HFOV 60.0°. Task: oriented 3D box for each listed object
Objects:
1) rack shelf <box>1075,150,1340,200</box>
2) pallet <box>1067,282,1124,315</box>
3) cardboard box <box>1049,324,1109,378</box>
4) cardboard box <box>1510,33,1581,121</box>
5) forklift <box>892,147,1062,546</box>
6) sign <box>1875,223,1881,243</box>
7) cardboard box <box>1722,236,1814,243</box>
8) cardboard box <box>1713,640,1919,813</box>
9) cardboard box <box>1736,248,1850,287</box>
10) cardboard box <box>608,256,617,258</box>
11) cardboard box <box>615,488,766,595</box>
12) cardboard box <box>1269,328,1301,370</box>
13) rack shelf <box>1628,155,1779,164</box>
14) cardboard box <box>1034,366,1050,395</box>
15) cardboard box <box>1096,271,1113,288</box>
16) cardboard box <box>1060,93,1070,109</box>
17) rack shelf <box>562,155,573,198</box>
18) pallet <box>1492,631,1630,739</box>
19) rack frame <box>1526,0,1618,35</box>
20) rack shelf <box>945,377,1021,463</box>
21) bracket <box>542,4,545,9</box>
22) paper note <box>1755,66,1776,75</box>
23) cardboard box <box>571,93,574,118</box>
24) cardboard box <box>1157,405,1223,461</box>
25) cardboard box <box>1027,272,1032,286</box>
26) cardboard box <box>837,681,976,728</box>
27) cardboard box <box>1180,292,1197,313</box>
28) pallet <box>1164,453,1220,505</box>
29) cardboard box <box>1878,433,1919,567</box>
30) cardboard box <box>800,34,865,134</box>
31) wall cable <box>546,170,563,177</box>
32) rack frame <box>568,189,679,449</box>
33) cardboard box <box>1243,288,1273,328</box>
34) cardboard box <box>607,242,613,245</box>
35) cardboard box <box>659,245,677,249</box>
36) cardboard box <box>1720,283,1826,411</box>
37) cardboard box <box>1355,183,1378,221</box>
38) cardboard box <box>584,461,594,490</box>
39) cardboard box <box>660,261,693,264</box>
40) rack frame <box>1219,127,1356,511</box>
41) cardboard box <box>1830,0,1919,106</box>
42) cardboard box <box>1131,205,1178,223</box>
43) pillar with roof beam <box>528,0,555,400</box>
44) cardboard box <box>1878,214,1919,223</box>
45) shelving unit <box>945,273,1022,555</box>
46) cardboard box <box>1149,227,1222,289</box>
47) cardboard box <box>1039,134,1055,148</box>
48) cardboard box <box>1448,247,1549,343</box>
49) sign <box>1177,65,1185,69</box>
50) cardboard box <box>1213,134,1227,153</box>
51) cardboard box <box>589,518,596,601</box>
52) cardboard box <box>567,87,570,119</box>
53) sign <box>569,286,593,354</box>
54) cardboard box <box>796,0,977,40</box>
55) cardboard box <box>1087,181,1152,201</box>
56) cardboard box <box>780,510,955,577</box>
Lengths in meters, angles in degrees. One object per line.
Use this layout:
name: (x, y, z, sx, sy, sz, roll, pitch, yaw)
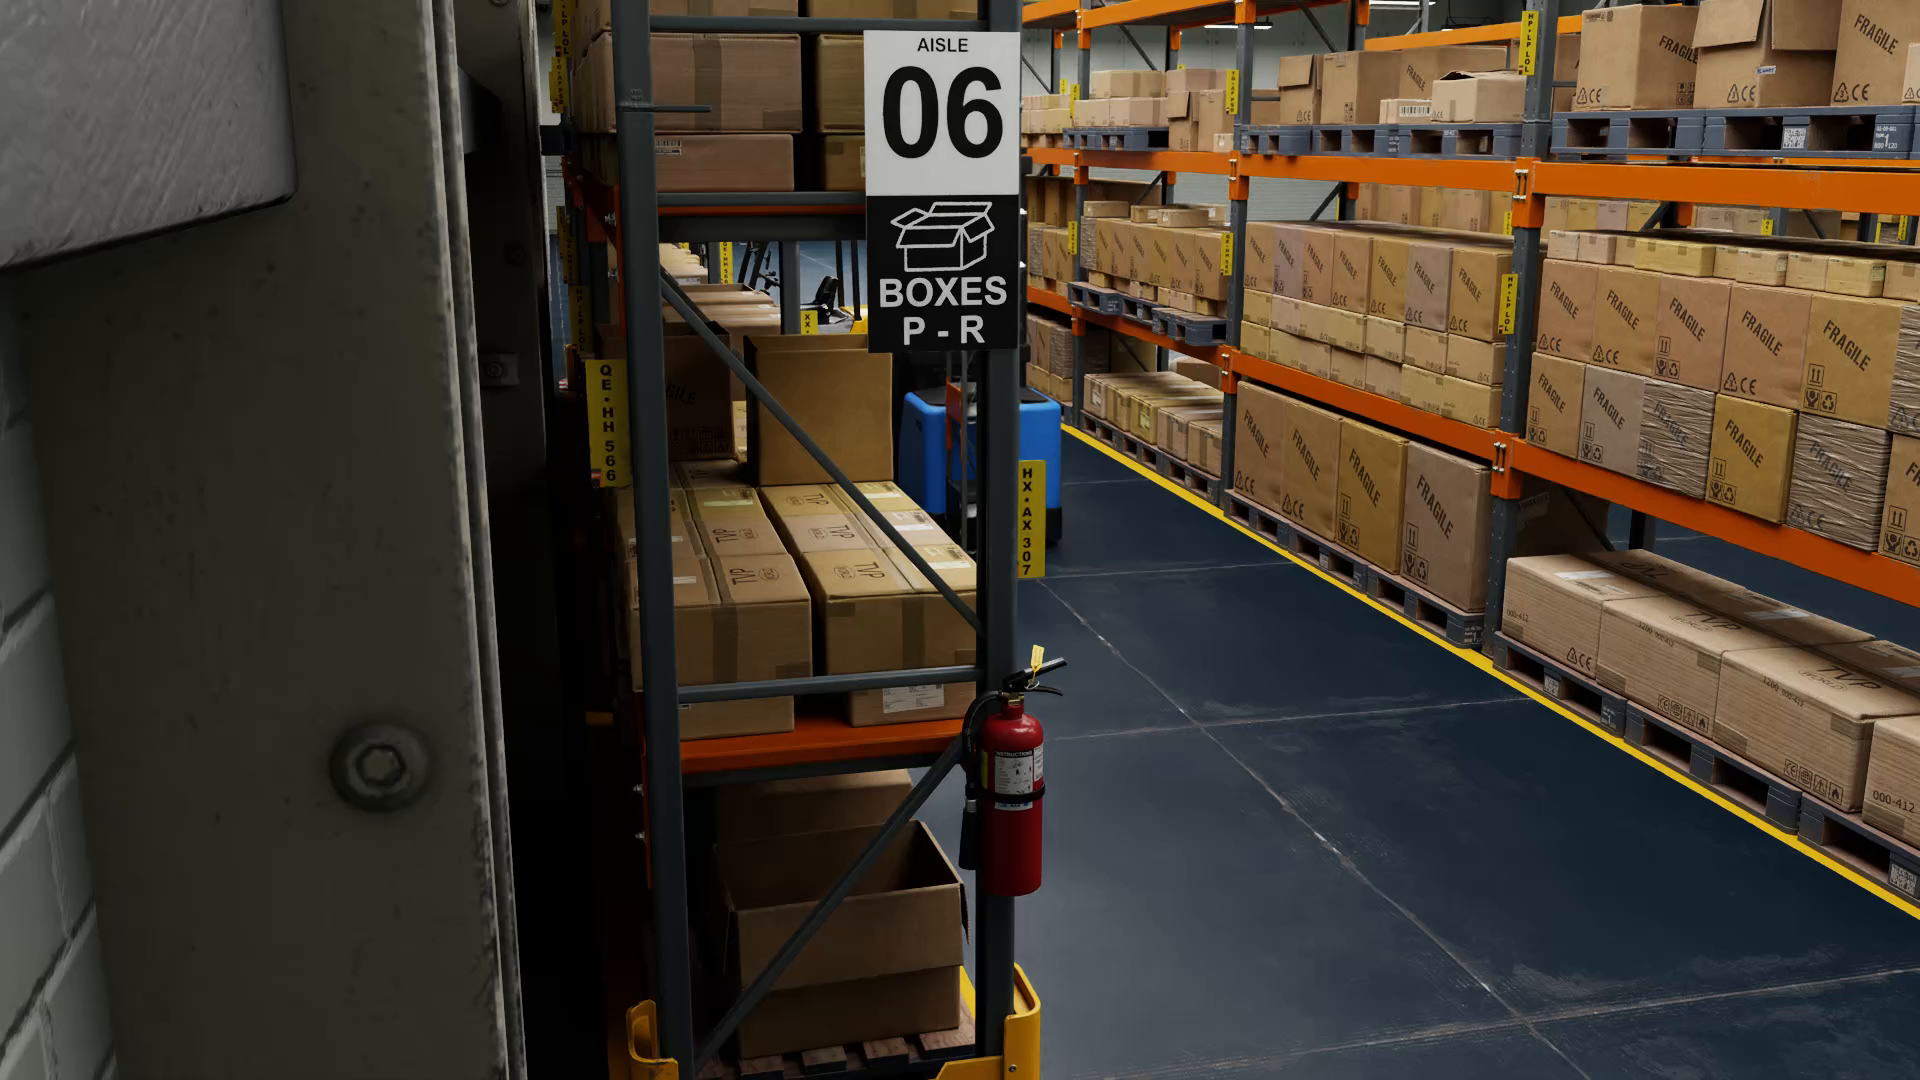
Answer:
rack shelf: (2.131, -3.297, 14.796, 1.077, 0.370, 4.000, -3, 14, -13)
pallet: (1.700, -2.373, 16.223, 1.003, 0.211, 1.213, -3, 14, -13)
cardboard box: (1.262, -2.004, 17.640, 0.500, 0.500, 0.500, -3, 14, -14)
cardboard box: (3.615, -2.734, 9.881, 0.500, 0.500, 0.500, -4, 14, -14)
forklift: (-0.075, -1.677, 13.117, 1.130, 2.935, 3.031, -3, 14, -12)
sign: (7.914, -2.583, 14.407, 0.100, 0.325, 0.005, -3, 14, -13)
cardboard box: (4.004, -1.418, 8.229, 0.380, 0.149, 0.250, -3, 14, -14)
cardboard box: (4.004, 0.801, 7.341, 0.875, 0.438, 0.875, -3, 14, -12)
cardboard box: (3.702, -1.214, 7.393, 0.380, 0.149, 0.250, -3, 14, -13)
cardboard box: (-2.976, -2.289, 13.899, 0.380, 0.149, 0.250, -3, 14, -13)
cardboard box: (-0.942, -0.001, 5.800, 0.500, 0.250, 0.500, -3, 14, -11)
cardboard box: (2.609, -1.410, 12.195, 0.500, 0.250, 0.500, -4, 14, -15)
rack shelf: (6.919, -3.596, 16.020, 1.077, 0.370, 4.000, -3, 14, -13)
cardboard box: (1.126, -1.762, 18.229, 0.500, 0.250, 0.500, -4, 14, -15)
cardboard box: (1.534, -2.529, 16.103, 0.380, 0.149, 0.250, -3, 14, -12)
cardboard box: (1.239, -4.489, 17.011, 0.380, 0.149, 0.250, -4, 14, -15)
rack shelf: (-2.693, -3.019, 13.660, 1.077, 0.370, 4.000, -3, 14, -13)
pallet: (3.643, 0.730, 8.996, 1.003, 0.211, 1.213, -3, 14, -13)
rack frame: (6.449, -5.864, 17.468, 1.000, 3.000, 0.127, -3, 14, -13)
rack shelf: (0.155, -0.841, 11.504, 0.431, 0.518, 0.480, -3, 14, -12)
bracket: (-10.813, -13.998, 43.178, 0.076, 0.066, 4.783, -3, 14, -13)
paper note: (3.421, -1.997, 7.068, 0.006, 0.032, 0.123, -3, 14, -13)
cardboard box: (-2.262, -2.750, 10.521, 0.380, 0.149, 0.250, -3, 14, -14)
cardboard box: (2.297, -0.956, 14.670, 0.950, 0.372, 0.625, -4, 14, -14)
cardboard box: (0.921, -2.938, 18.660, 0.380, 0.149, 0.250, -3, 14, -13)
cardboard box: (-0.155, 0.426, 4.891, 0.380, 0.149, 0.250, -3, 14, -14)
cardboard box: (2.059, -1.985, 13.878, 0.380, 0.149, 0.250, -3, 14, -14)
pallet: (2.419, -0.553, 14.247, 1.003, 0.211, 1.213, -3, 14, -13)
cardboard box: (4.006, -0.144, 6.484, 0.500, 0.500, 0.500, -4, 14, -14)
cardboard box: (-0.183, -1.251, 4.596, 0.500, 0.250, 0.500, -3, 14, -14)
wall cable: (-11.267, -12.165, 49.800, 3.097, 2.526, 0.112, -3, 14, -13)
rack frame: (-3.163, -2.373, 15.819, 1.000, 3.000, 0.127, -3, 14, -13)
cardboard box: (2.480, -1.767, 12.601, 0.500, 0.250, 0.500, -3, 14, -14)
cardboard box: (-3.488, -2.796, 15.975, 0.380, 0.149, 0.250, -3, 14, -13)
cardboard box: (-2.788, -2.611, 15.218, 0.380, 0.149, 0.250, -3, 14, -14)
cardboard box: (3.755, -0.864, 7.324, 0.500, 0.500, 0.500, -3, 14, -14)
cardboard box: (5.559, -4.382, 21.451, 0.875, 0.550, 0.550, -3, 14, -13)
cardboard box: (-2.257, -0.434, 10.897, 0.380, 0.149, 0.250, -4, 14, -16)
cardboard box: (-2.323, -2.139, 13.284, 0.380, 0.149, 0.250, -3, 14, -13)
rack frame: (2.601, -1.728, 13.178, 1.000, 3.000, 0.127, -3, 14, -13)
cardboard box: (4.152, -2.114, 7.132, 0.500, 0.500, 0.500, -3, 14, -12)
cardboard box: (1.783, -2.989, 15.254, 0.380, 0.149, 0.250, -2, 14, -10)
pillar with roof beam: (-0.630, -6.239, 19.003, 9.100, 9.000, 0.400, -3, 14, -13)
cardboard box: (10.921, -3.970, 19.412, 0.500, 0.500, 0.500, -3, 14, -13)
shelving unit: (0.155, -0.855, 11.500, 0.431, 2.100, 0.503, -3, 14, -12)
cardboard box: (1.972, -2.449, 14.409, 0.500, 0.500, 0.500, -4, 14, -17)
cardboard box: (1.063, -4.279, 17.832, 0.380, 0.149, 0.250, -3, 14, -12)
cardboard box: (3.191, -1.428, 9.635, 0.500, 0.500, 0.500, -3, 14, -11)
sign: (2.200, -4.582, 16.621, 0.100, 0.325, 0.005, -3, 14, -13)
cardboard box: (2.256, -3.180, 13.334, 0.380, 0.149, 0.250, -3, 14, -13)
cardboard box: (-1.917, 0.149, 9.879, 0.500, 0.500, 0.500, -4, 14, -16)
cardboard box: (-2.642, -3.240, 12.267, 0.500, 0.250, 0.500, -3, 14, -13)
sign: (-1.822, -1.058, 7.997, 0.100, 0.325, 0.005, -3, 14, -13)
cardboard box: (-0.204, -1.492, 4.531, 0.500, 0.250, 0.500, -3, 14, -14)
cardboard box: (1.670, -3.562, 17.741, 0.700, 0.500, 0.500, -3, 14, -13)
cardboard box: (-0.308, 0.088, 5.436, 0.500, 0.250, 0.500, -3, 14, -13)
